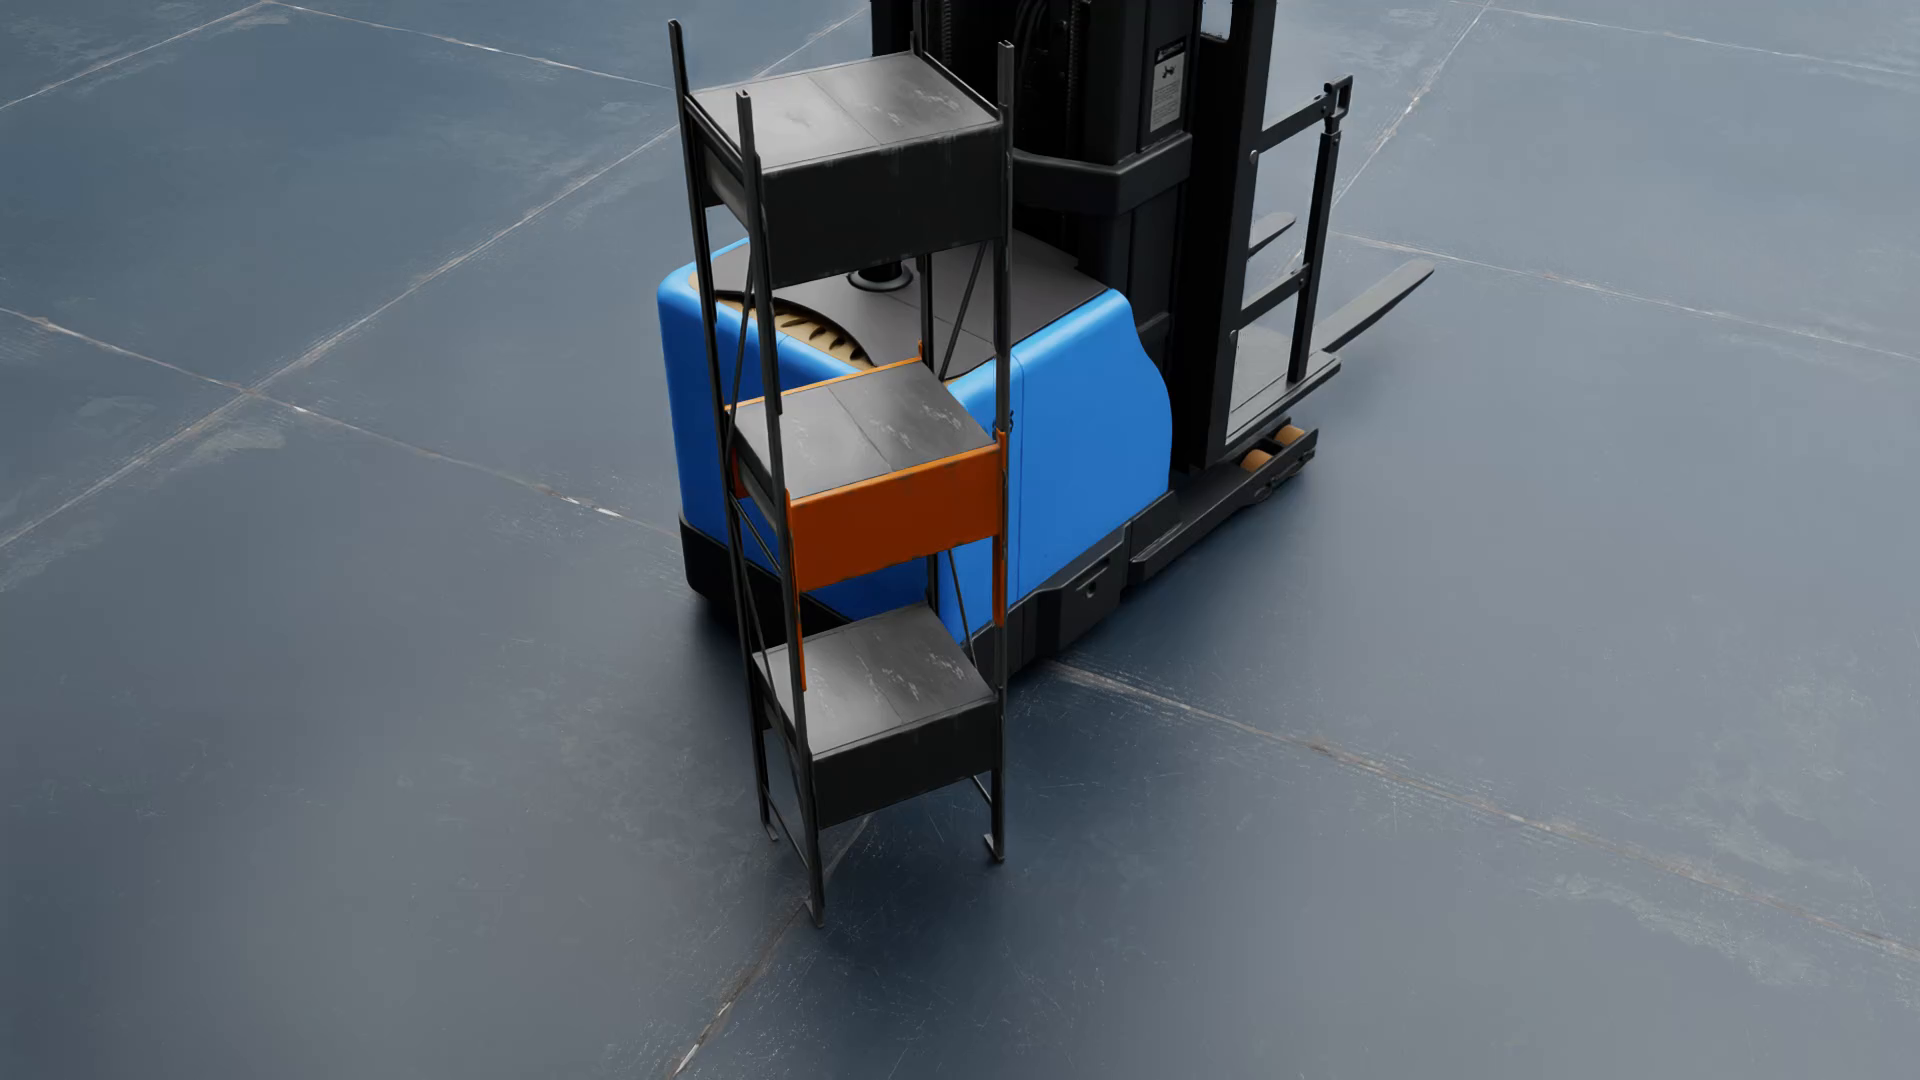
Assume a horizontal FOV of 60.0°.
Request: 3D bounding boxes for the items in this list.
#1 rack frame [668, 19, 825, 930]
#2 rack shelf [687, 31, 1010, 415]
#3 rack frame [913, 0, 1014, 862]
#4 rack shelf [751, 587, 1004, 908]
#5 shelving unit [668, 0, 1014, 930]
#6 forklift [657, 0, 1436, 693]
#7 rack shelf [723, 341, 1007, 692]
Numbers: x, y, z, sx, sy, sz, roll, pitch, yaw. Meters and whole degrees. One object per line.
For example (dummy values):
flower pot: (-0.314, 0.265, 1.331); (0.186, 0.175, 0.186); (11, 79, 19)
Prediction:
rack frame: (-0.430, -0.004, 3.519); (0.015, 2.100, 0.400); (-17, 40, -20)
rack shelf: (-0.215, -0.615, 3.185); (0.480, 0.518, 0.431); (-17, 40, -20)
rack frame: (0.010, -0.136, 3.685); (0.015, 2.100, 0.400); (-17, 40, -20)
rack shelf: (-0.204, 0.497, 4.036); (0.480, 0.518, 0.431); (-17, 40, -20)
shelving unit: (-0.210, -0.070, 3.602); (0.503, 2.100, 0.431); (-17, 40, -20)
forklift: (0.534, -1.476, 4.770); (1.130, 2.935, 3.031); (28, 45, 32)
rack shelf: (-0.210, -0.059, 3.610); (0.480, 0.518, 0.431); (-17, 40, -20)
